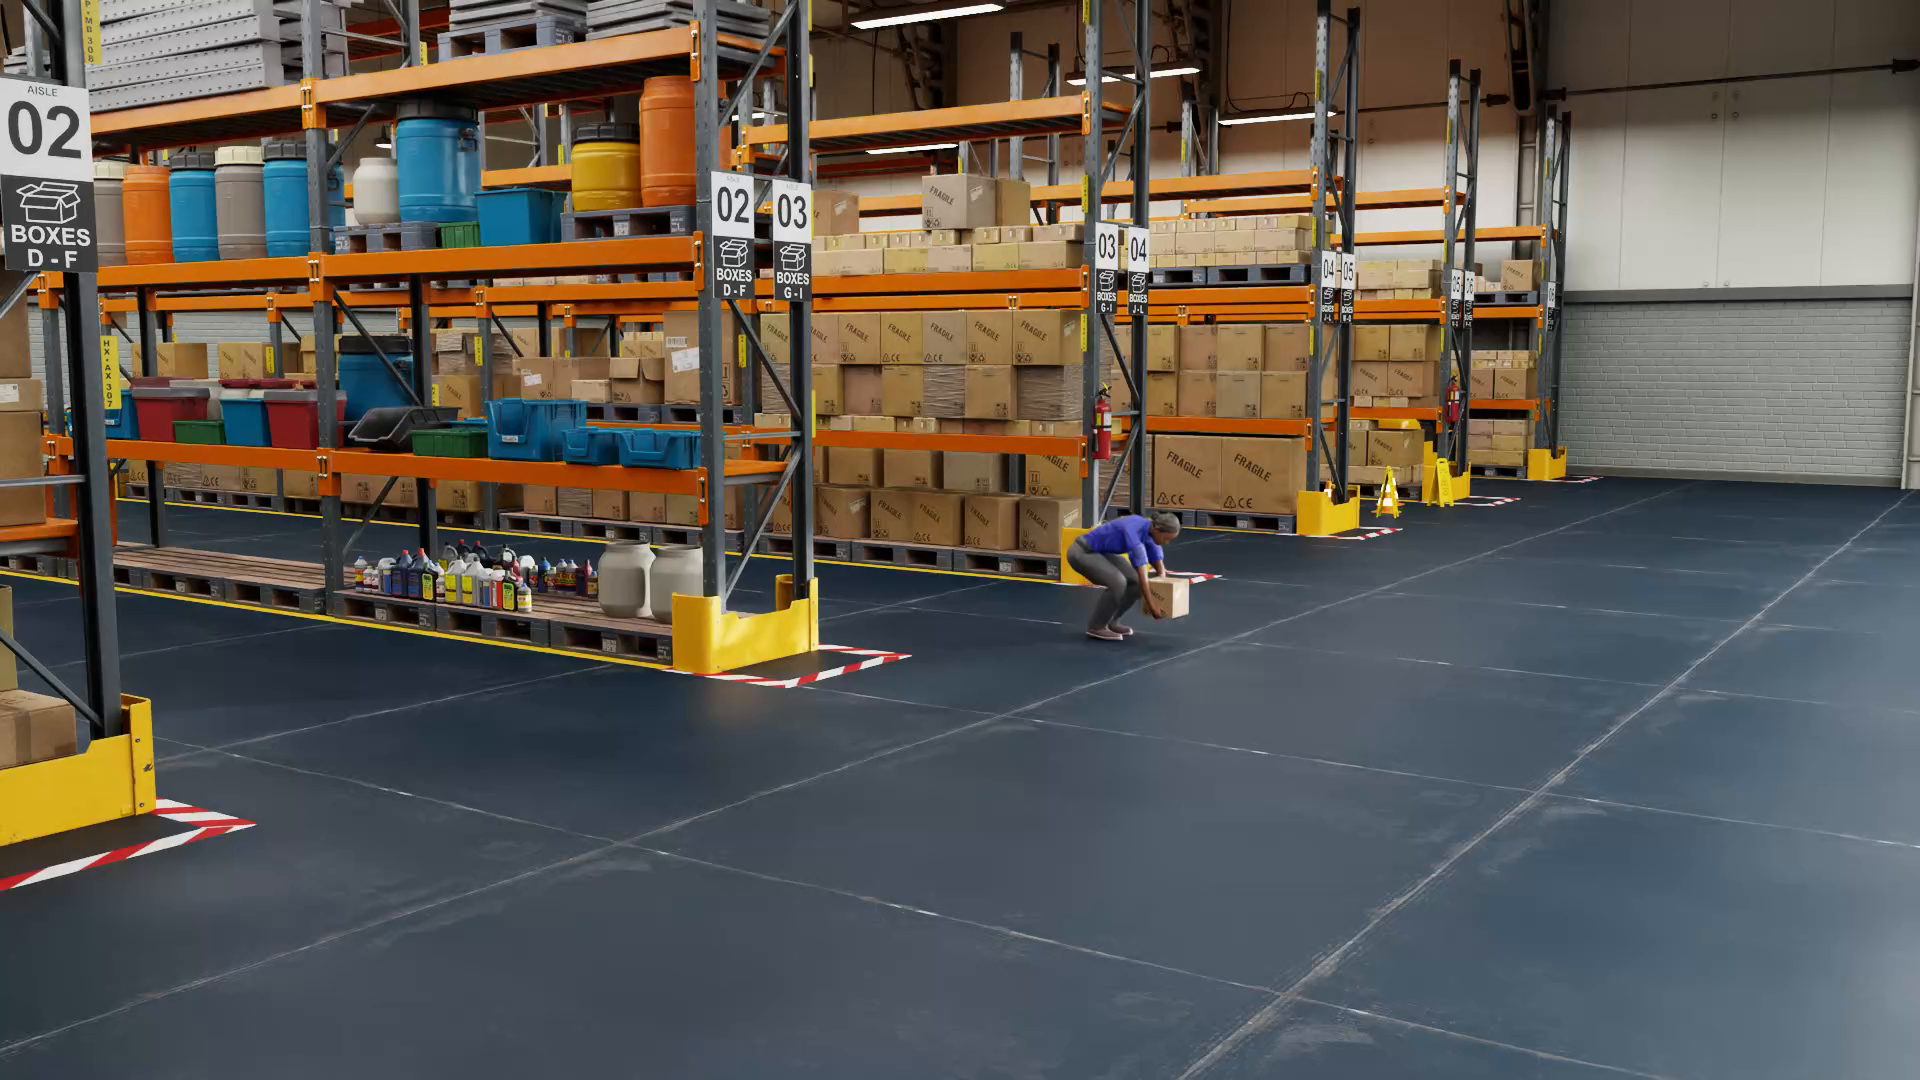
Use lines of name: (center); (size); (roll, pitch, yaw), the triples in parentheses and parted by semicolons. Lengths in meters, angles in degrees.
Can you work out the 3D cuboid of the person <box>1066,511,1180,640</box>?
person: (1.194, 0.249, 12.044); (0.857, 0.943, 0.464); (4, 8, 31)
